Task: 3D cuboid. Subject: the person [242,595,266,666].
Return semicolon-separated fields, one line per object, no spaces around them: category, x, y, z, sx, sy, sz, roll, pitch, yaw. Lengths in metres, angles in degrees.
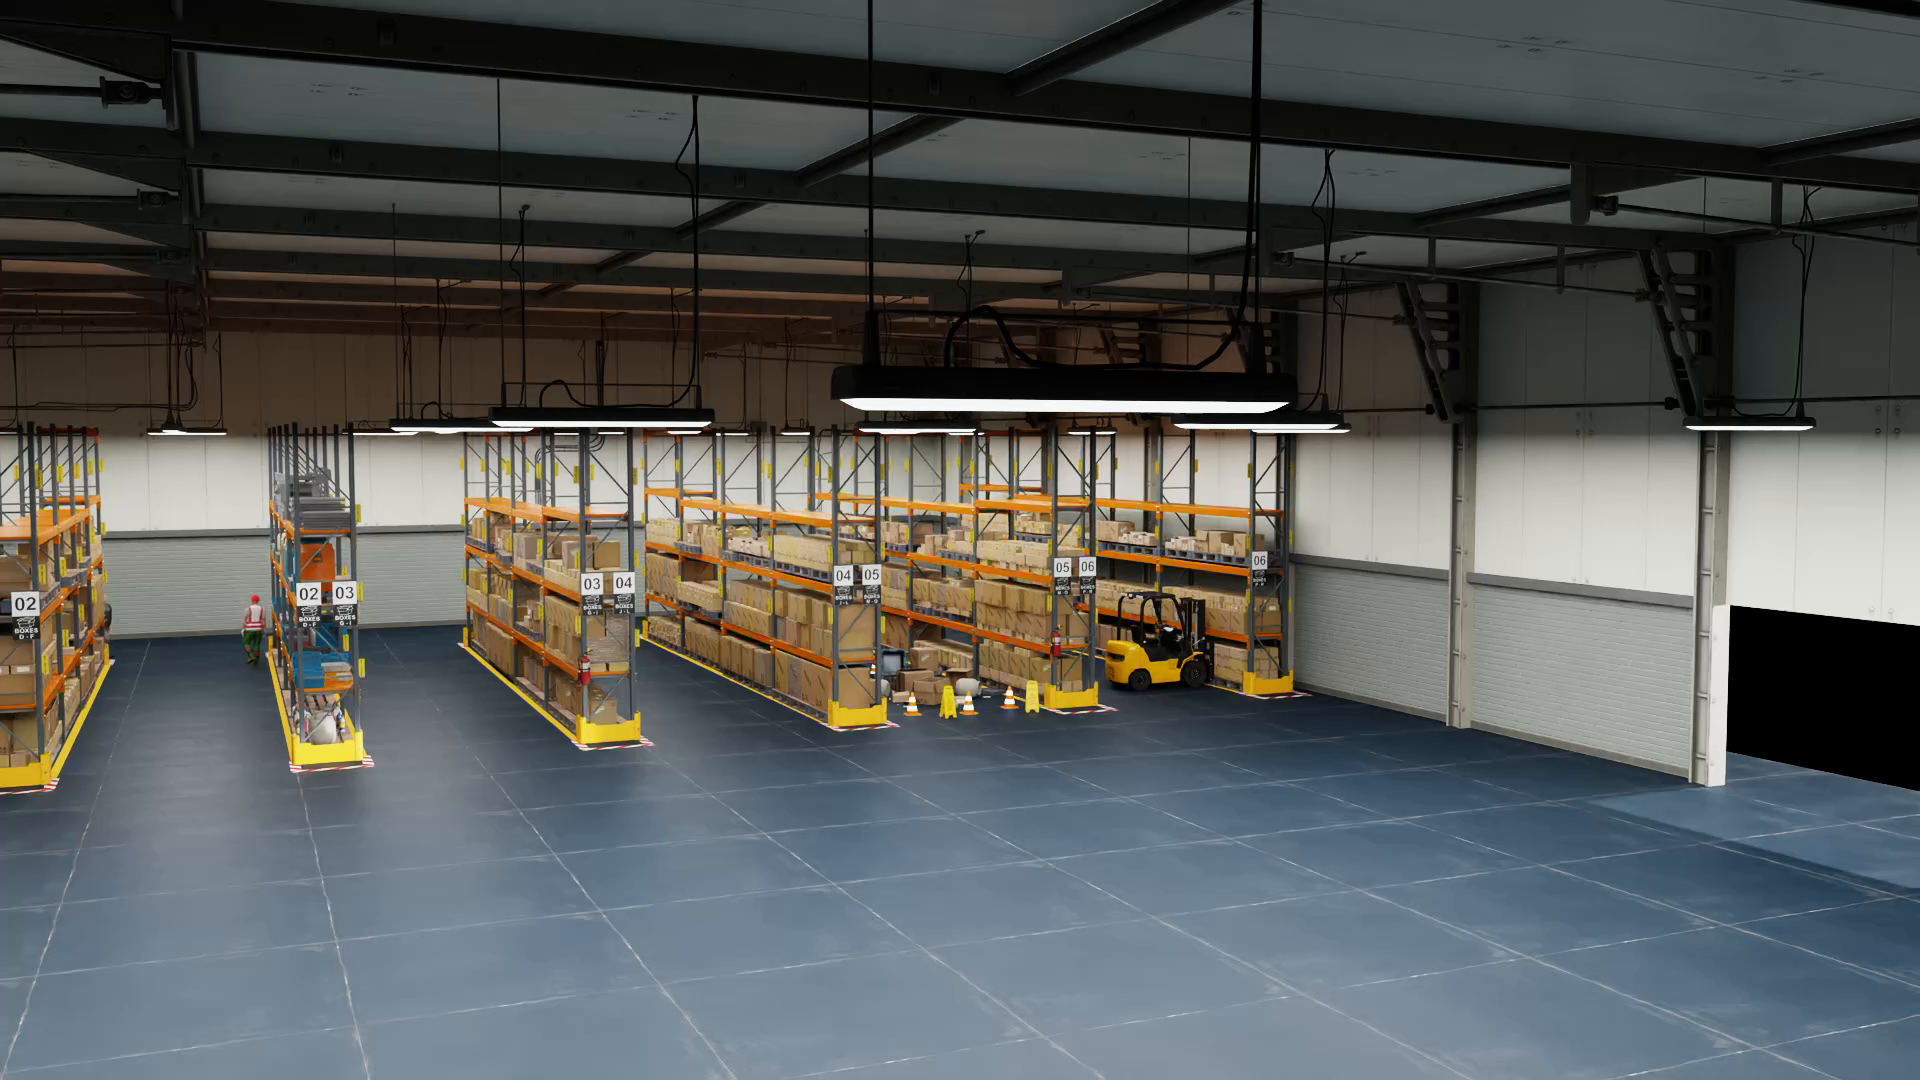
person;-17.698;2.276;41.713;0.590;1.783;0.527;-2;4;-35

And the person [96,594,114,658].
person;-22.367;2.234;43.293;0.900;1.684;0.542;1;4;11
